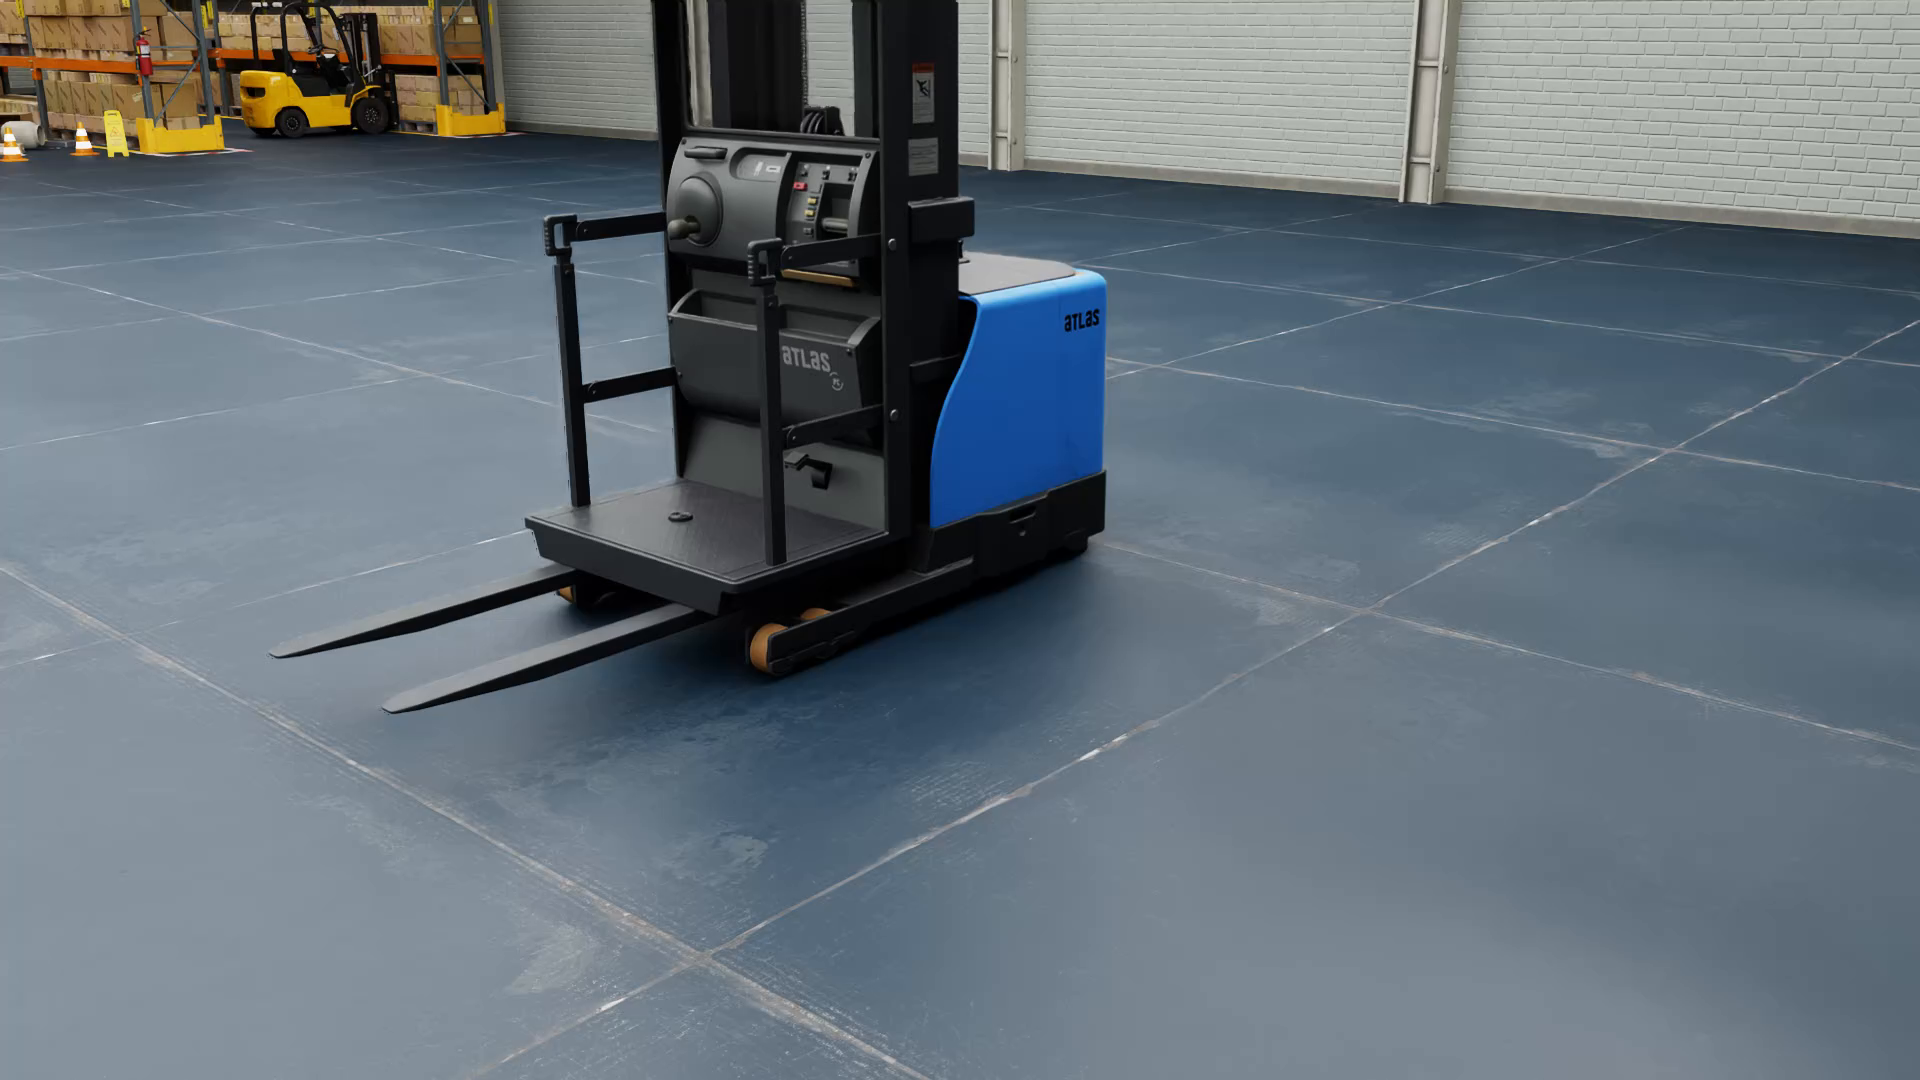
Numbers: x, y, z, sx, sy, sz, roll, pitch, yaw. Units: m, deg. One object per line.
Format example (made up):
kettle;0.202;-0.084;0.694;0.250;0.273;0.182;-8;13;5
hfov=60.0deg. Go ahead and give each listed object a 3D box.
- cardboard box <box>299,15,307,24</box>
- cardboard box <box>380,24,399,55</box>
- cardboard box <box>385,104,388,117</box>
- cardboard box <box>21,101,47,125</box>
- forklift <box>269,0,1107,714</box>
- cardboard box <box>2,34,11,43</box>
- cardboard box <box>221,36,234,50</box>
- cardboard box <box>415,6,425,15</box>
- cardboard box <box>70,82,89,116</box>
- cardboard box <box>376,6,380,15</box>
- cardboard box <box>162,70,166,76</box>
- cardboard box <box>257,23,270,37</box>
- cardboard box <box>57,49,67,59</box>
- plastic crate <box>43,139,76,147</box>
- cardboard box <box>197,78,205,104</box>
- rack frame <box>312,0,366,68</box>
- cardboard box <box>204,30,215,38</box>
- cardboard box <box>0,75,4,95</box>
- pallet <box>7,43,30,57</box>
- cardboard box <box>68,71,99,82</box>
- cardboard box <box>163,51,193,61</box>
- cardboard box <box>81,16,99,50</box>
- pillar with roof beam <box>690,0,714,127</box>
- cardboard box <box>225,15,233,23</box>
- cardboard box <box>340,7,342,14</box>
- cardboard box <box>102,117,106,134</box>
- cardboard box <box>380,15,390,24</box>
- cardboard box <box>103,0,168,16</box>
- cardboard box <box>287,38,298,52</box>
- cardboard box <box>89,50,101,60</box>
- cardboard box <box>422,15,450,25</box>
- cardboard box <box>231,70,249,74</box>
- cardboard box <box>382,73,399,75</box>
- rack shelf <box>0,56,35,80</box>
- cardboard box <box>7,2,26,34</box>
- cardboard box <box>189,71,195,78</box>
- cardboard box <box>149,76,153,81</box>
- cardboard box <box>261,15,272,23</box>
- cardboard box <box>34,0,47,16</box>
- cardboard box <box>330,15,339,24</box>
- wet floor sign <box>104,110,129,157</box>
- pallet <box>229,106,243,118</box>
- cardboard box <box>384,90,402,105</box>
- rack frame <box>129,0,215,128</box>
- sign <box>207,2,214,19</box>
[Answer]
cardboard box;-12.033;-9.670;30.887;0.250;0.149;0.380;15;23;38
cardboard box;-9.741;-8.741;29.029;0.500;0.500;0.500;14;23;38
cardboard box;-10.132;-7.661;29.643;0.500;0.250;0.500;16;24;41
cardboard box;-15.111;-7.176;27.915;0.625;0.372;0.950;15;23;40
forklift;-0.775;-1.138;5.351;1.130;2.935;3.031;15;23;39
cardboard box;-15.688;-8.346;27.671;0.250;0.149;0.380;15;23;38
cardboard box;-14.247;-9.835;32.890;0.500;0.250;0.500;15;23;39
cardboard box;-9.047;-9.010;28.313;0.250;0.149;0.380;15;23;39
cardboard box;-13.660;-6.982;26.264;0.500;0.500;0.500;17;24;42
cardboard box;-9.993;-9.274;29.146;0.250;0.149;0.380;15;23;40
cardboard box;-16.645;-9.901;35.215;0.250;0.149;0.380;15;23;38
cardboard box;-13.095;-9.766;31.848;0.500;0.250;0.500;15;23;40
cardboard box;-14.091;-7.725;26.410;0.250;0.149;0.380;16;24;41
plastic crate;-14.087;-6.231;26.115;0.583;0.080;0.402;7;19;21
cardboard box;-15.244;-9.199;34.075;0.500;0.500;0.500;15;23;38
rack frame;-11.425;-9.248;30.792;0.127;3.000;1.000;15;23;39
cardboard box;-15.163;-10.176;33.439;0.250;0.149;0.380;16;23;40
cardboard box;-18.171;-8.272;30.536;0.875;0.875;0.875;15;23;39
pallet;-15.192;-8.219;27.867;1.213;0.211;1.003;15;23;39
cardboard box;-13.813;-7.306;26.212;0.250;0.149;0.380;17;24;42
cardboard box;-11.842;-7.316;25.121;0.250;0.149;0.380;15;23;39
cardboard box;-13.058;-7.760;25.446;0.500;0.500;0.500;15;23;39
pillar with roof beam;-6.726;-9.469;21.572;0.400;9.000;9.100;15;23;39
cardboard box;-14.174;-10.224;32.630;0.250;0.149;0.380;16;23;40
cardboard box;-10.932;-9.534;29.964;0.250;0.149;0.380;14;23;38
cardboard box;-12.891;-6.417;25.726;0.500;0.250;0.500;15;23;39
cardboard box;-9.855;-9.060;28.962;0.250;0.149;0.380;15;23;40
cardboard box;-12.253;-8.040;24.676;0.500;0.500;0.700;14;23;38
cardboard box;-12.356;-9.318;31.261;0.500;0.250;0.500;15;23;39
cardboard box;-13.150;-7.469;25.602;0.250;0.149;0.380;15;23;39
cardboard box;-8.879;-8.807;28.167;0.250;0.149;0.380;15;23;40
cardboard box;-14.781;-9.603;34.278;0.250;0.149;0.380;16;24;41
cardboard box;-10.129;-8.136;29.488;0.500;0.250;0.500;14;23;38
rack shelf;-16.213;-8.182;28.625;4.000;0.370;1.077;15;23;39
cardboard box;-15.215;-8.554;27.256;0.500;0.500;0.500;15;23;38
cardboard box;-15.701;-9.634;34.376;0.250;0.149;0.380;15;23;38
cardboard box;-17.196;-9.715;35.701;0.500;0.500;0.500;16;24;42
cardboard box;-13.053;-9.908;31.636;0.250;0.149;0.380;14;23;38
cardboard box;-14.165;-8.545;26.268;0.500;0.500;0.700;15;23;40
cardboard box;-11.167;-9.429;30.127;0.250;0.149;0.380;16;23;41
wet floor sign;-12.294;-5.918;24.193;0.267;0.644;0.232;-9;20;-27
pallet;-13.827;-8.547;33.196;1.213;0.211;1.003;15;23;39
cardboard box;-9.773;-7.801;29.260;0.500;0.250;0.500;14;23;38
rack frame;-11.726;-7.321;24.720;0.127;3.000;1.000;15;23;39
sign;-14.770;-10.440;32.766;0.005;0.325;0.100;15;23;39
